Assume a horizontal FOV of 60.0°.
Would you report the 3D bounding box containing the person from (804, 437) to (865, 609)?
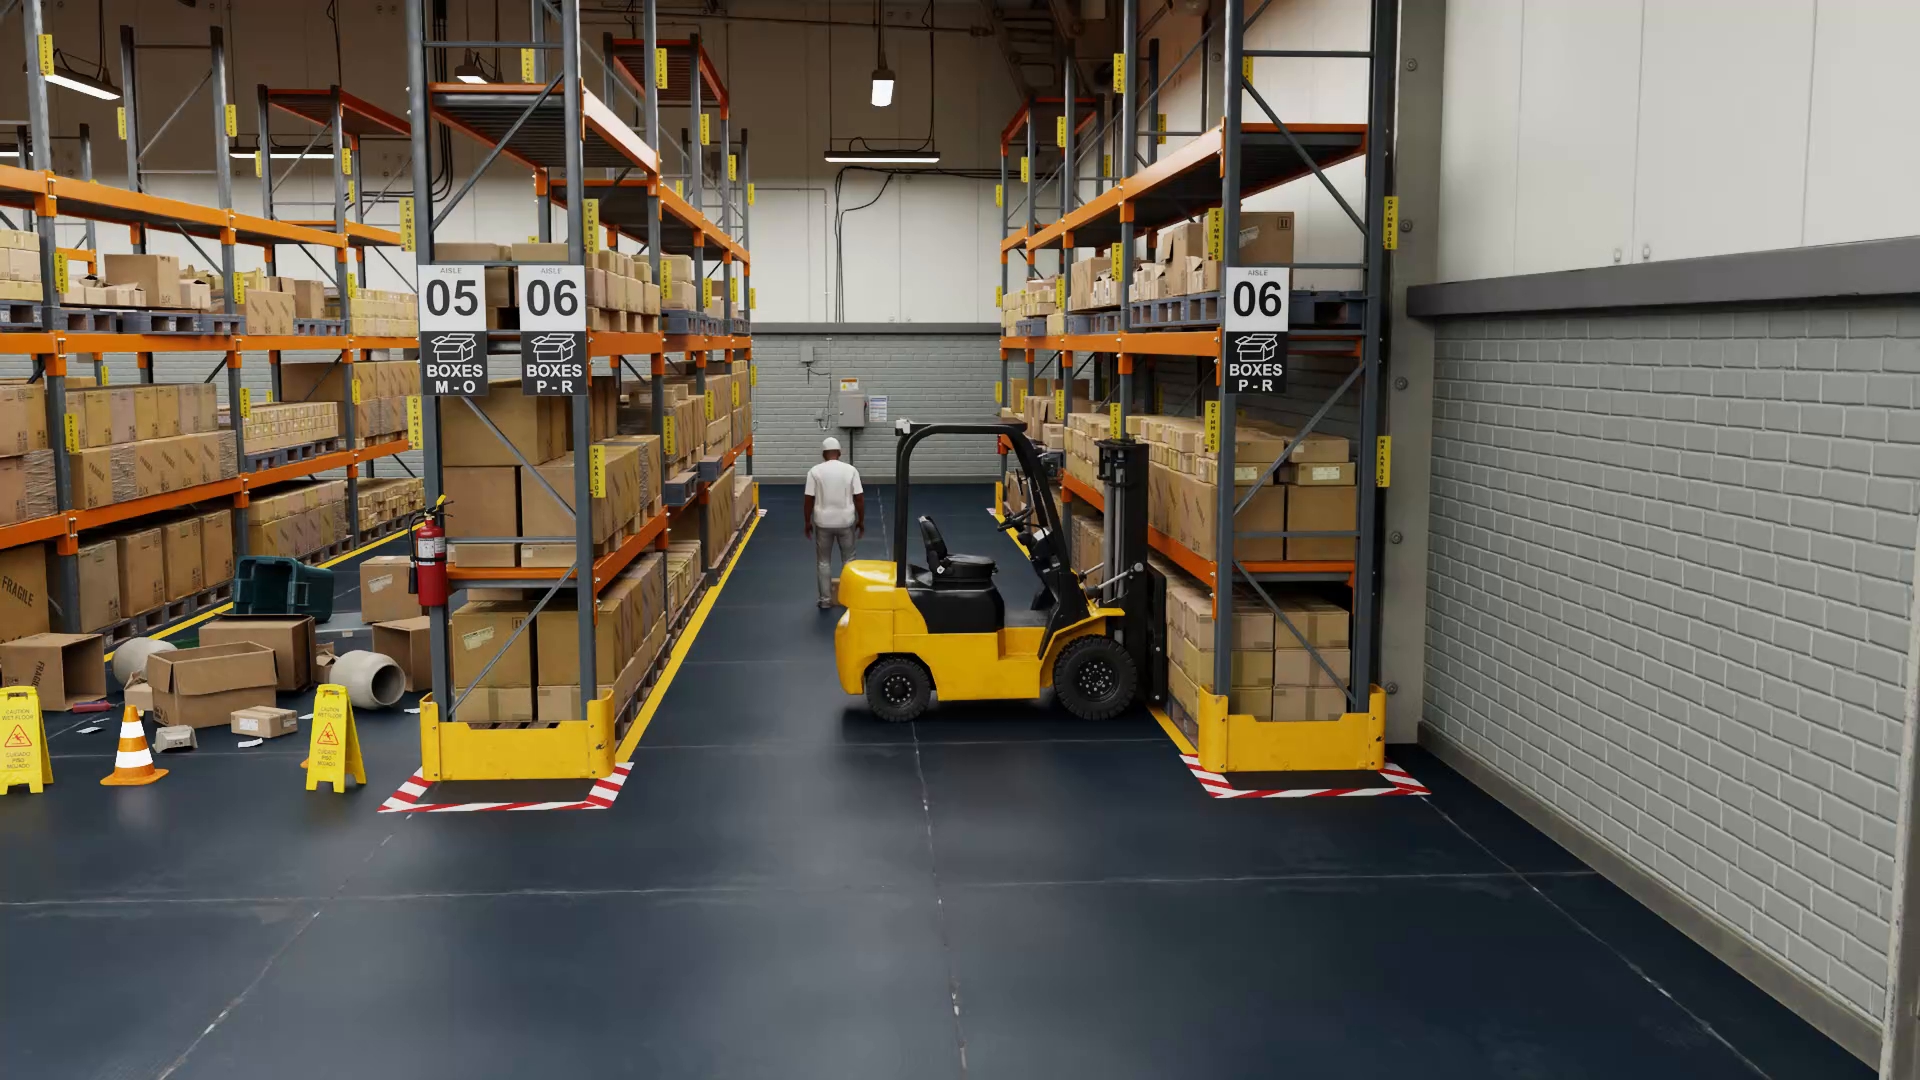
[{"bbox_3d":[-1.297,-0.178,17.162,0.625,1.759,0.463,-1,7,-6],"label":"person"}]
